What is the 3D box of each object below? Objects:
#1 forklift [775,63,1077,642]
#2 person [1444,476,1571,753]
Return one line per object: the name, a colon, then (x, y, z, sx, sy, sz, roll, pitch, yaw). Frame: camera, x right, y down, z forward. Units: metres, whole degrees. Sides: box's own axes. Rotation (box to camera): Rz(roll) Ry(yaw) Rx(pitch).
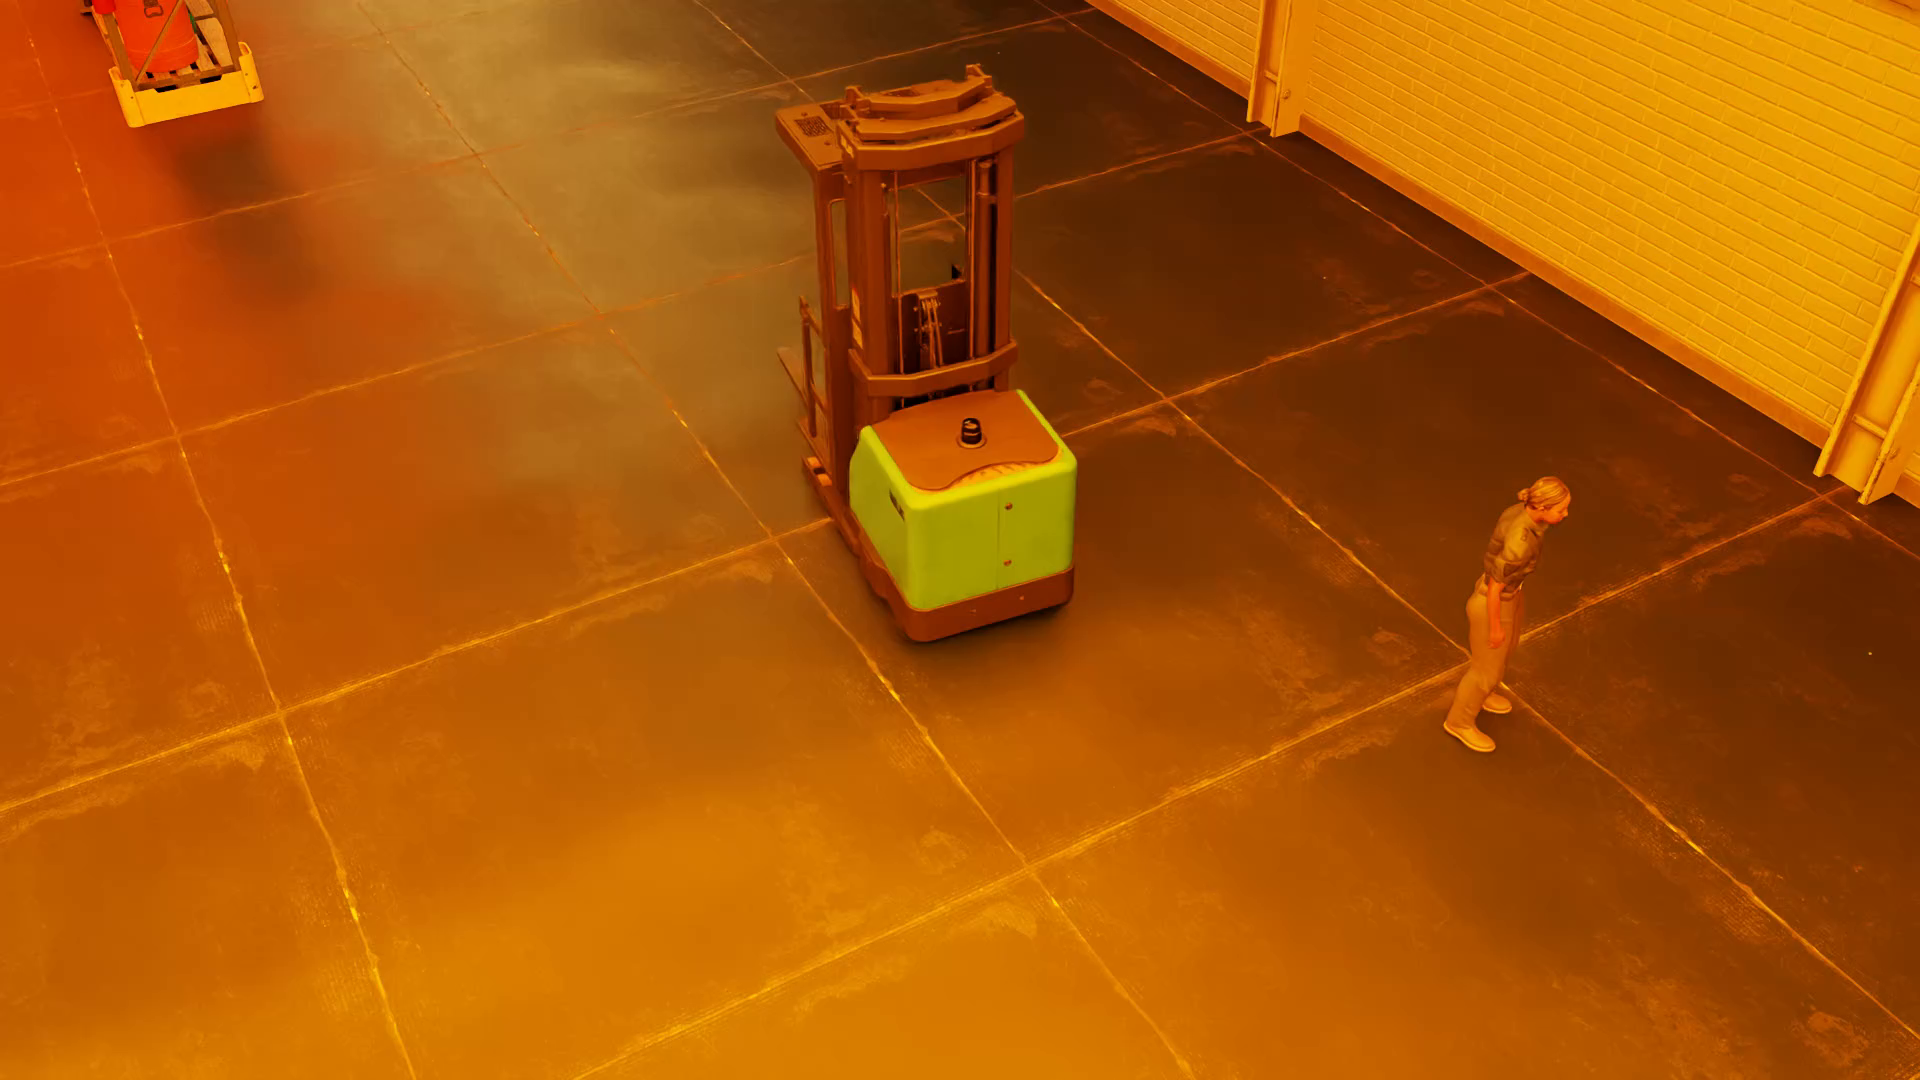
forklift: (-0.375, -1.487, 9.829, 1.130, 2.935, 3.031, -15, 42, -18)
person: (2.824, 0.338, 8.632, 0.349, 1.654, 0.507, 19, 43, 21)
